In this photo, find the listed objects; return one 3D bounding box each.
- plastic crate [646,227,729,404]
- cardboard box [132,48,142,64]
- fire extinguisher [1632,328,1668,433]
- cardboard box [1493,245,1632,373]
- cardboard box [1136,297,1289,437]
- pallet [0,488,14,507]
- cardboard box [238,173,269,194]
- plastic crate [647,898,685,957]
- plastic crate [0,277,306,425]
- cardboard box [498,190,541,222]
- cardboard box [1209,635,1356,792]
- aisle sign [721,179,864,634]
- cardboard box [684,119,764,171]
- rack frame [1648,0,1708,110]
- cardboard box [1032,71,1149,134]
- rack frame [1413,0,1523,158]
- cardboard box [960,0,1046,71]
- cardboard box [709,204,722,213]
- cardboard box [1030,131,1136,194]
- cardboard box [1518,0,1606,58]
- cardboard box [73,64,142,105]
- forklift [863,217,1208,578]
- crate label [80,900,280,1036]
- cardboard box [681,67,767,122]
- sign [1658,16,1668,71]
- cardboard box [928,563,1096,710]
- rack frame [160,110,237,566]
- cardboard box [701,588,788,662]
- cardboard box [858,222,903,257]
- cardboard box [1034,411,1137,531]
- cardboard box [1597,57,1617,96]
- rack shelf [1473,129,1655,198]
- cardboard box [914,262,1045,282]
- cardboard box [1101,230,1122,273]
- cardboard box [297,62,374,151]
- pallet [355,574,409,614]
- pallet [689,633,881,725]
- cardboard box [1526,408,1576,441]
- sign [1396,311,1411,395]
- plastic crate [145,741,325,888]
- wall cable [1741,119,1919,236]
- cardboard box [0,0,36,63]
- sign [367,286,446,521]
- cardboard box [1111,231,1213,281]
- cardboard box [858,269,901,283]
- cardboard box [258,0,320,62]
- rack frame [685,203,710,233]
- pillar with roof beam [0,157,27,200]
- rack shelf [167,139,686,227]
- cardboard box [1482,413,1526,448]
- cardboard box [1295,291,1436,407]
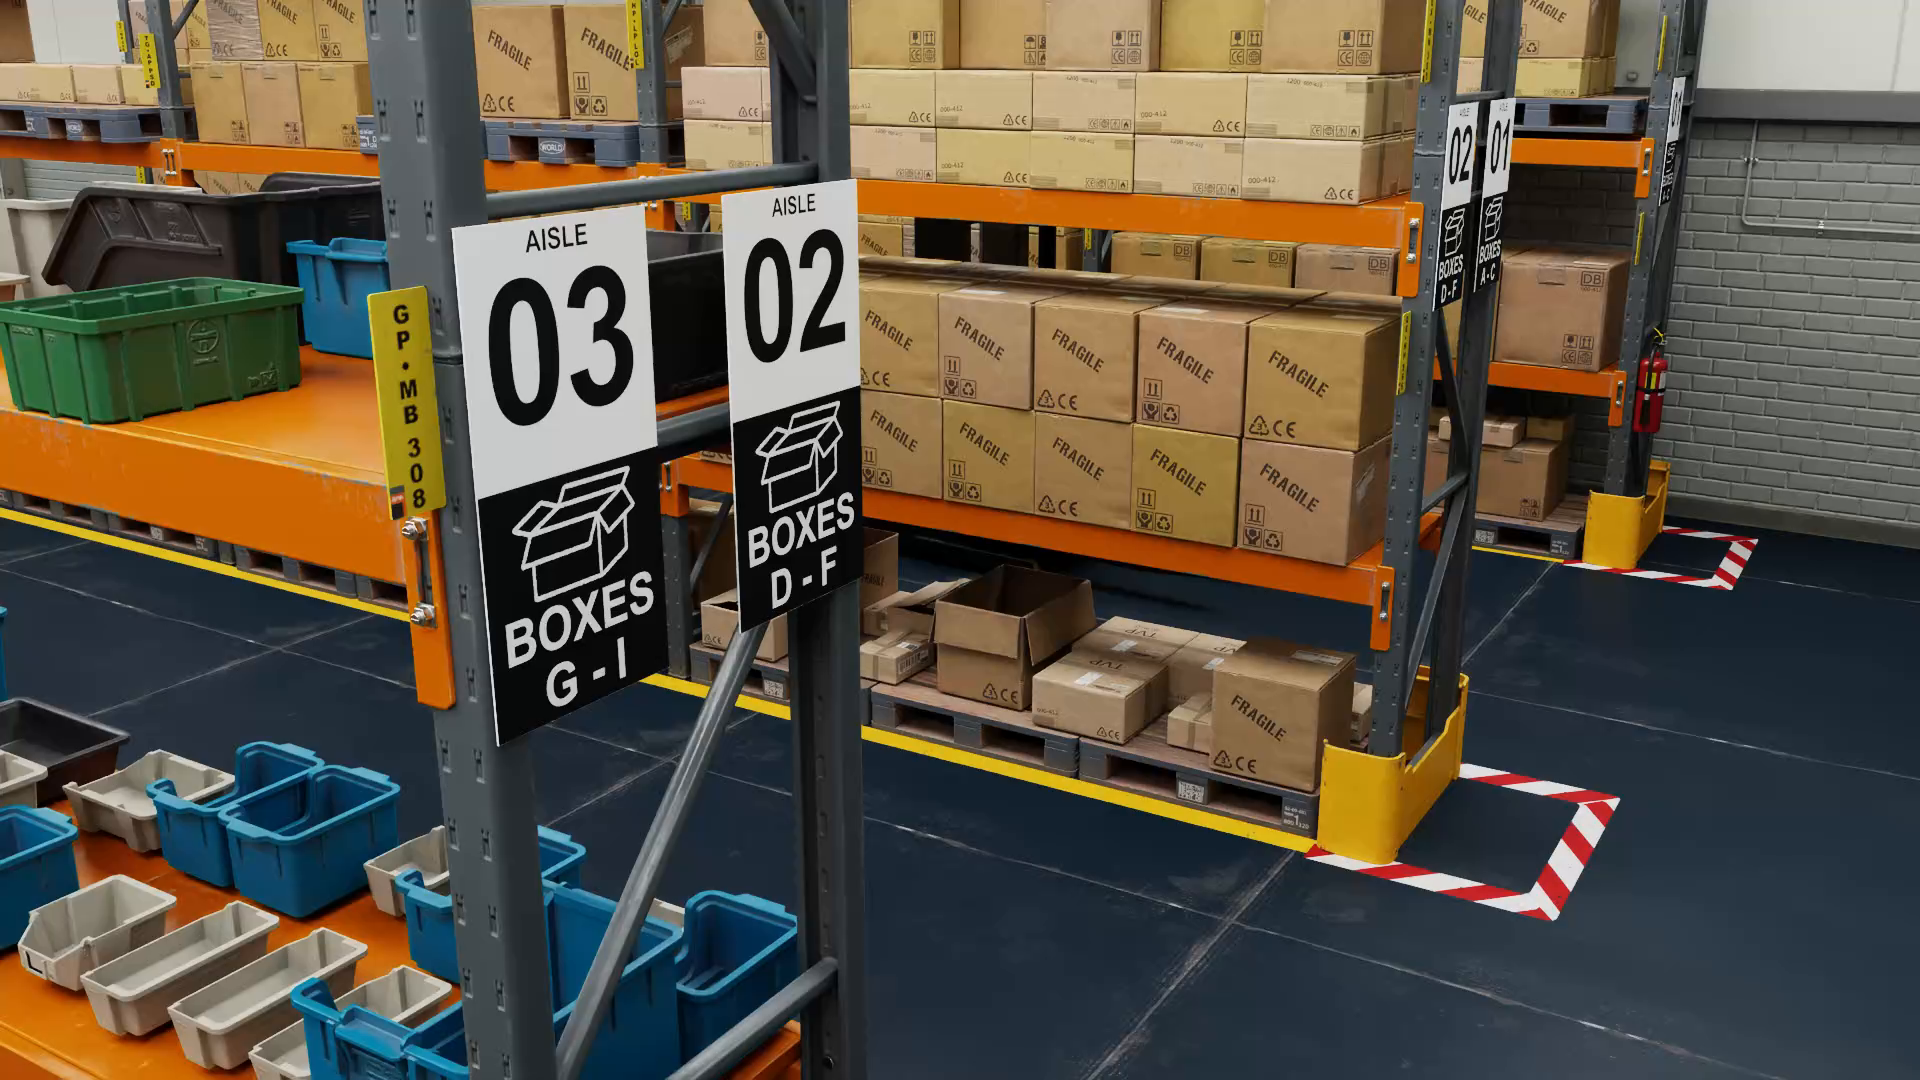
[{"bbox_3d":[-0.698,-0.448,3.260,0.590,0.269,0.497,10,20,30],"label":"plastic crate"},{"bbox_3d":[-8.811,-5.215,18.522,0.500,0.500,0.500,11,20,31],"label":"cardboard box"},{"bbox_3d":[4.556,-1.049,10.949,0.183,0.674,0.296,10,20,30],"label":"fire extinguisher"},{"bbox_3d":[4.229,-1.620,11.538,0.700,0.700,0.980,11,20,33],"label":"cardboard box"},{"bbox_3d":[1.126,-0.777,7.385,0.500,0.500,0.500,11,20,32],"label":"cardboard box"},{"bbox_3d":[-7.497,-0.563,13.371,1.213,0.211,1.003,10,20,30],"label":"pallet"},{"bbox_3d":[-7.416,-3.752,18.004,0.500,0.500,0.500,11,20,32],"label":"cardboard box"},{"bbox_3d":[-0.784,0.961,3.907,0.298,0.136,0.250,10,20,30],"label":"plastic crate"},{"bbox_3d":[-1.506,-0.361,3.113,0.336,0.188,0.450,10,20,30],"label":"plastic crate"},{"bbox_3d":[-4.091,-3.220,16.393,0.500,0.500,0.700,13,21,38],"label":"cardboard box"},{"bbox_3d":[1.488,0.790,7.665,0.500,0.500,0.500,10,20,30],"label":"cardboard box"},{"bbox_3d":[-0.299,-0.255,3.086,0.004,0.787,0.394,10,20,30],"label":"aisle sign"},{"bbox_3d":[-1.044,-2.011,8.438,0.500,0.250,0.500,10,20,30],"label":"cardboard box"},{"bbox_3d":[4.669,-4.272,10.463,0.127,3.000,1.000,10,20,30],"label":"rack frame"},{"bbox_3d":[0.658,-1.945,7.360,0.500,0.250,0.500,10,20,30],"label":"cardboard box"},{"bbox_3d":[2.080,-3.045,6.422,0.127,3.000,1.000,10,20,30],"label":"rack frame"},{"bbox_3d":[0.392,-2.456,7.751,0.500,0.500,0.700,10,20,30],"label":"cardboard box"},{"bbox_3d":[-1.871,-3.040,14.719,0.500,0.250,0.500,11,20,31],"label":"cardboard box"},{"bbox_3d":[0.651,-1.702,7.421,0.500,0.250,0.500,10,20,30],"label":"cardboard box"},{"bbox_3d":[3.903,-3.417,10.880,0.500,0.500,0.500,10,20,30],"label":"cardboard box"},{"bbox_3d":[-5.609,-3.086,11.254,0.500,0.250,0.500,11,20,32],"label":"cardboard box"},{"bbox_3d":[0.509,-1.295,11.101,3.031,2.935,1.130,12,21,34],"label":"forklift"},{"bbox_3d":[-1.795,0.986,3.824,0.243,0.136,0.396,10,20,30],"label":"crate label"},{"bbox_3d":[-1.044,-2.250,8.364,0.500,0.250,0.500,10,20,30],"label":"cardboard box"},{"bbox_3d":[4.373,-3.090,10.346,0.005,0.325,0.100,10,20,30],"label":"sign"},{"bbox_3d":[0.275,0.486,8.659,0.637,0.503,0.797,10,20,30],"label":"cardboard box"},{"bbox_3d":[-4.737,-1.391,11.300,0.127,3.000,1.000,10,20,30],"label":"rack frame"},{"bbox_3d":[-1.084,0.411,9.237,0.500,0.311,0.500,10,20,30],"label":"cardboard box"},{"bbox_3d":[-0.556,-2.446,14.055,0.500,0.500,0.500,11,20,32],"label":"cardboard box"},{"bbox_3d":[0.689,-0.378,7.793,0.500,0.500,0.500,10,20,30],"label":"cardboard box"},{"bbox_3d":[4.175,-3.186,11.411,0.500,0.250,0.500,11,20,33],"label":"cardboard box"},{"bbox_3d":[2.965,-2.797,12.005,4.000,0.370,1.077,10,20,30],"label":"rack shelf"},{"bbox_3d":[0.105,-1.142,8.588,0.500,0.500,0.500,10,20,30],"label":"cardboard box"},{"bbox_3d":[1.000,-2.342,13.713,0.500,0.500,0.500,9,19,28],"label":"cardboard box"},{"bbox_3d":[-3.470,-2.660,10.143,0.500,0.500,0.910,10,20,30],"label":"cardboard box"},{"bbox_3d":[-3.085,0.252,10.689,1.213,0.211,1.003,10,20,30],"label":"pallet"},{"bbox_3d":[-0.744,0.656,9.358,1.213,0.211,1.003,10,20,30],"label":"pallet"},{"bbox_3d":[4.231,-0.829,11.912,0.250,0.149,0.380,10,20,30],"label":"cardboard box"},{"bbox_3d":[1.772,-0.745,6.637,0.005,0.325,0.100,10,20,30],"label":"sign"},{"bbox_3d":[-1.932,0.738,4.475,0.300,0.233,0.416,10,20,30],"label":"plastic crate"},{"bbox_3d":[6.255,-1.927,11.317,1.851,1.984,0.084,10,20,30],"label":"wall cable"},{"bbox_3d":[-7.143,-3.738,12.112,0.500,0.500,0.500,12,21,35],"label":"cardboard box"},{"bbox_3d":[-0.790,-0.195,2.380,0.005,0.325,0.100,10,20,30],"label":"sign"},{"bbox_3d":[1.714,-2.067,13.009,0.700,0.700,0.980,10,20,31],"label":"cardboard box"},{"bbox_3d":[-0.635,-1.089,8.414,0.500,0.500,0.500,9,19,28],"label":"cardboard box"},{"bbox_3d":[-3.934,-3.207,10.225,0.500,0.500,0.500,10,20,30],"label":"cardboard box"},{"bbox_3d":[-2.148,-2.619,15.341,0.127,3.000,1.000,10,20,30],"label":"rack frame"},{"bbox_3d":[-15.281,-6.660,18.324,0.400,9.000,9.100,10,20,30],"label":"pillar with roof beam"},{"bbox_3d":[-3.033,-2.178,9.967,4.000,0.370,1.077,10,20,30],"label":"rack shelf"},{"bbox_3d":[3.815,-0.773,11.728,0.250,0.149,0.380,10,19,29],"label":"cardboard box"},{"bbox_3d":[1.840,-0.833,7.571,0.500,0.500,0.500,11,20,32],"label":"cardboard box"}]
